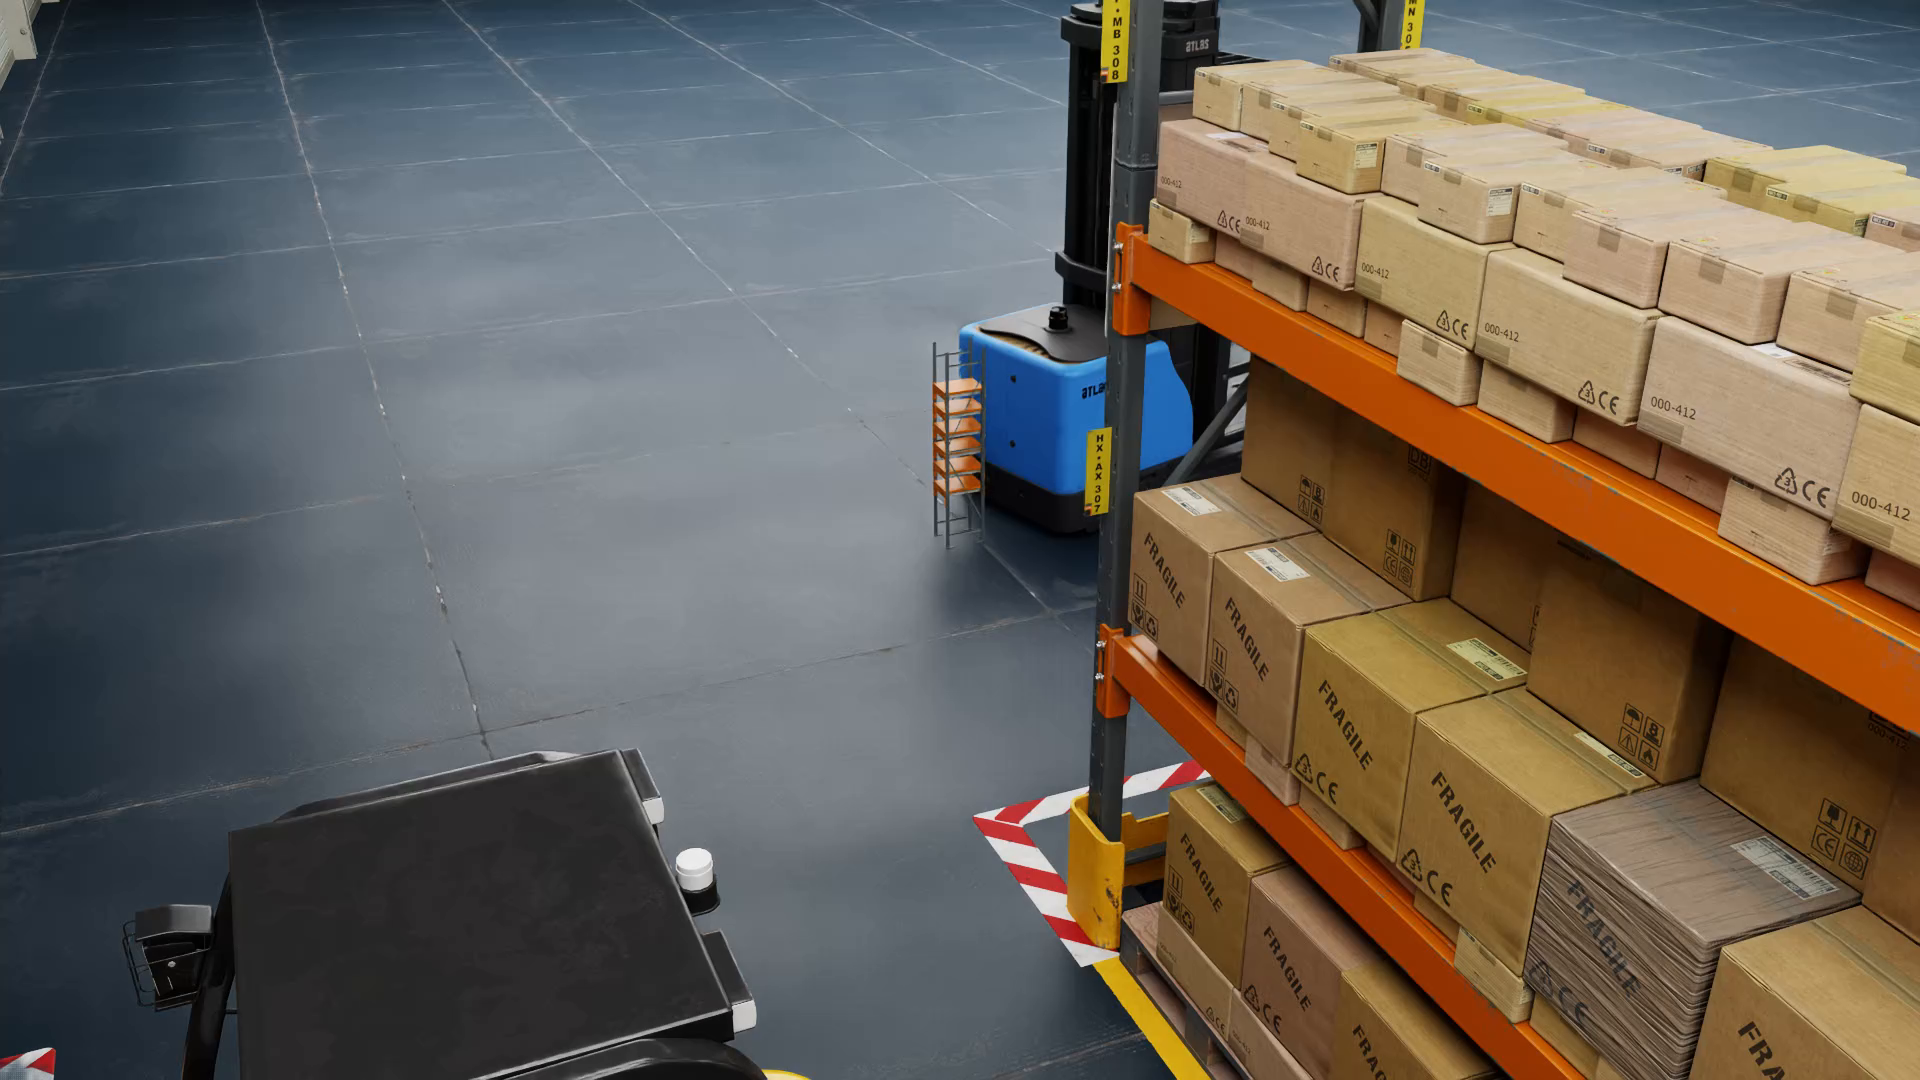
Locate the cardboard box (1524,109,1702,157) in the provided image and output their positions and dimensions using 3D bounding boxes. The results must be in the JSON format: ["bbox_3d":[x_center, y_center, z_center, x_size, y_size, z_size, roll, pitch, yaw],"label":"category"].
[{"bbox_3d":[1.714,-1.028,4.396,0.380,0.149,0.250,-11,28,-21],"label":"cardboard box"}]

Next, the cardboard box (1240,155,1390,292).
[{"bbox_3d":[1.126,-0.903,4.594,0.500,0.250,0.500,-11,28,-21],"label":"cardboard box"}]

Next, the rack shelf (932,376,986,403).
[{"bbox_3d":[-0.006,-0.829,9.360,0.258,0.103,0.180,-11,28,-21],"label":"rack shelf"}]

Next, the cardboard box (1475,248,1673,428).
[{"bbox_3d":[1.534,-0.489,3.745,0.500,0.250,0.500,-10,28,-20],"label":"cardboard box"}]

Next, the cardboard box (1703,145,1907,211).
[{"bbox_3d":[2.022,-0.837,4.004,0.380,0.149,0.250,-10,28,-19],"label":"cardboard box"}]

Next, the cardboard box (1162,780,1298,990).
[{"bbox_3d":[1.058,1.150,5.777,0.500,0.500,0.500,-12,28,-22],"label":"cardboard box"}]

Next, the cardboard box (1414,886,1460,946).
[{"bbox_3d":[1.494,0.980,4.610,0.380,0.149,0.250,-11,28,-22],"label":"cardboard box"}]

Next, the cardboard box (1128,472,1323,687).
[{"bbox_3d":[0.917,0.118,5.637,0.500,0.500,0.500,-11,28,-21],"label":"cardboard box"}]

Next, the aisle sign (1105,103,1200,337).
[{"bbox_3d":[0.677,-1.083,5.585,0.394,0.787,0.004,-11,28,-21],"label":"aisle sign"}]

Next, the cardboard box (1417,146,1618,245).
[{"bbox_3d":[1.334,-0.830,3.989,0.380,0.149,0.250,-10,28,-19],"label":"cardboard box"}]

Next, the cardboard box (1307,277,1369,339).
[{"bbox_3d":[1.194,-0.689,4.609,0.380,0.149,0.250,-11,28,-21],"label":"cardboard box"}]

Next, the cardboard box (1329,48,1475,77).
[{"bbox_3d":[1.391,-1.450,5.260,0.380,0.149,0.250,-10,28,-20],"label":"cardboard box"}]

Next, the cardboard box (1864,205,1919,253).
[{"bbox_3d":[2.169,-0.621,3.561,0.380,0.149,0.250,-11,28,-21],"label":"cardboard box"}]

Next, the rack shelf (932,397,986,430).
[{"bbox_3d":[-0.006,-0.721,9.413,0.258,0.103,0.180,-11,28,-21],"label":"rack shelf"}]

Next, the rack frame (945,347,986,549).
[{"bbox_3d":[0.030,-0.508,9.423,0.240,1.200,0.006,-11,28,-21],"label":"rack frame"}]

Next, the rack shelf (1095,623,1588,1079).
[{"bbox_3d":[1.770,1.188,4.718,1.077,0.370,4.000,-11,28,-21],"label":"rack shelf"}]

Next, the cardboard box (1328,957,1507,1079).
[{"bbox_3d":[1.455,1.564,4.928,0.500,0.500,0.500,-10,28,-20],"label":"cardboard box"}]

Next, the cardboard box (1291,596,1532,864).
[{"bbox_3d":[1.323,0.532,4.789,0.500,0.500,0.500,-11,28,-22],"label":"cardboard box"}]

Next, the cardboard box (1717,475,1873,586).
[{"bbox_3d":[1.759,-0.056,3.313,0.380,0.149,0.250,-10,28,-19],"label":"cardboard box"}]

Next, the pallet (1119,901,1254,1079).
[{"bbox_3d":[1.302,1.675,6.079,1.003,0.211,1.213,-11,28,-21],"label":"pallet"}]

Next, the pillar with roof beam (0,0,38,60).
[{"bbox_3d":[-9.574,-11.777,23.614,9.100,9.000,0.400,-11,28,-21],"label":"pillar with roof beam"}]

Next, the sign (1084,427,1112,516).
[{"bbox_3d":[0.487,-0.238,5.833,0.100,0.325,0.005,-11,28,-21],"label":"sign"}]

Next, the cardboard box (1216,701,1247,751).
[{"bbox_3d":[1.070,0.563,5.463,0.380,0.149,0.250,-12,28,-22],"label":"cardboard box"}]

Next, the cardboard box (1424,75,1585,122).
[{"bbox_3d":[1.573,-1.240,4.829,0.380,0.149,0.250,-11,28,-21],"label":"cardboard box"}]

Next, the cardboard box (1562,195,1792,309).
[{"bbox_3d":[1.533,-0.621,3.562,0.380,0.149,0.250,-10,28,-20],"label":"cardboard box"}]

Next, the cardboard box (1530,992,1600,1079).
[{"bbox_3d":[1.673,1.190,4.181,0.380,0.149,0.250,-11,28,-22],"label":"cardboard box"}]

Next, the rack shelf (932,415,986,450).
[{"bbox_3d":[-0.006,-0.613,9.466,0.258,0.103,0.180,-11,28,-21],"label":"rack shelf"}]

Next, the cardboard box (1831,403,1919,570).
[{"bbox_3d":[1.933,-0.078,2.904,0.500,0.250,0.500,-11,28,-21],"label":"cardboard box"}]

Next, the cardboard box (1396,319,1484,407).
[{"bbox_3d":[1.327,-0.467,4.155,0.380,0.149,0.250,-10,28,-20],"label":"cardboard box"}]

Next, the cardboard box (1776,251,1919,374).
[{"bbox_3d":[1.806,-0.430,3.170,0.380,0.149,0.250,-11,28,-22],"label":"cardboard box"}]

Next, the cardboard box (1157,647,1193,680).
[{"bbox_3d":[0.929,0.343,5.915,0.380,0.149,0.250,-10,28,-20],"label":"cardboard box"}]

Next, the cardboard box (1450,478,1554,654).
[{"bbox_3d":[1.873,-0.008,4.755,0.700,0.500,0.500,-11,28,-21],"label":"cardboard box"}]

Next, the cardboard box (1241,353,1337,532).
[{"bbox_3d":[1.387,-0.402,5.562,0.700,0.500,0.500,-11,28,-22],"label":"cardboard box"}]

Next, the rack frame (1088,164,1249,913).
[{"bbox_3d":[0.986,0.057,6.214,1.000,3.000,0.127,-11,28,-21],"label":"rack frame"}]

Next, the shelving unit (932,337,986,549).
[{"bbox_3d":[-0.006,-0.545,9.499,0.258,1.200,0.189,-11,28,-21],"label":"shelving unit"}]

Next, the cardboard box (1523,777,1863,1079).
[{"bbox_3d":[1.735,0.942,3.950,0.500,0.500,0.500,-10,28,-19],"label":"cardboard box"}]

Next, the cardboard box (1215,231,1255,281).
[{"bbox_3d":[1.003,-0.897,5.037,0.380,0.149,0.250,-12,28,-22],"label":"cardboard box"}]

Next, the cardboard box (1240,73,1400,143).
[{"bbox_3d":[1.051,-1.258,4.867,0.380,0.149,0.250,-11,28,-21],"label":"cardboard box"}]

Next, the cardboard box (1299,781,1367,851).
[{"bbox_3d":[1.259,0.772,5.035,0.380,0.149,0.250,-10,28,-19],"label":"cardboard box"}]

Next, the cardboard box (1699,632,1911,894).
[{"bbox_3d":[2.228,0.412,3.895,0.700,0.500,0.500,-11,28,-22],"label":"cardboard box"}]

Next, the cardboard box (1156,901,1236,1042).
[{"bbox_3d":[1.048,1.477,5.961,0.500,0.250,0.500,-11,28,-21],"label":"cardboard box"}]

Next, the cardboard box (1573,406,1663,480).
[{"bbox_3d":[1.631,-0.278,3.769,0.380,0.149,0.250,-11,28,-21],"label":"cardboard box"}]

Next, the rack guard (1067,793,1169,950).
[{"bbox_3d":[1.016,1.211,6.699,1.175,0.500,0.348,-11,28,-21],"label":"rack guard"}]

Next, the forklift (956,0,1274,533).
[{"bbox_3d":[1.440,-1.870,10.240,3.031,2.935,1.130,-20,32,-35],"label":"forklift"}]

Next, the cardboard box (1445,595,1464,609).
[{"bbox_3d":[1.644,0.253,5.359,0.500,0.500,0.500,-11,28,-20],"label":"cardboard box"}]

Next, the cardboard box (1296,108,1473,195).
[{"bbox_3d":[1.122,-1.033,4.405,0.380,0.149,0.250,-11,28,-21],"label":"cardboard box"}]
